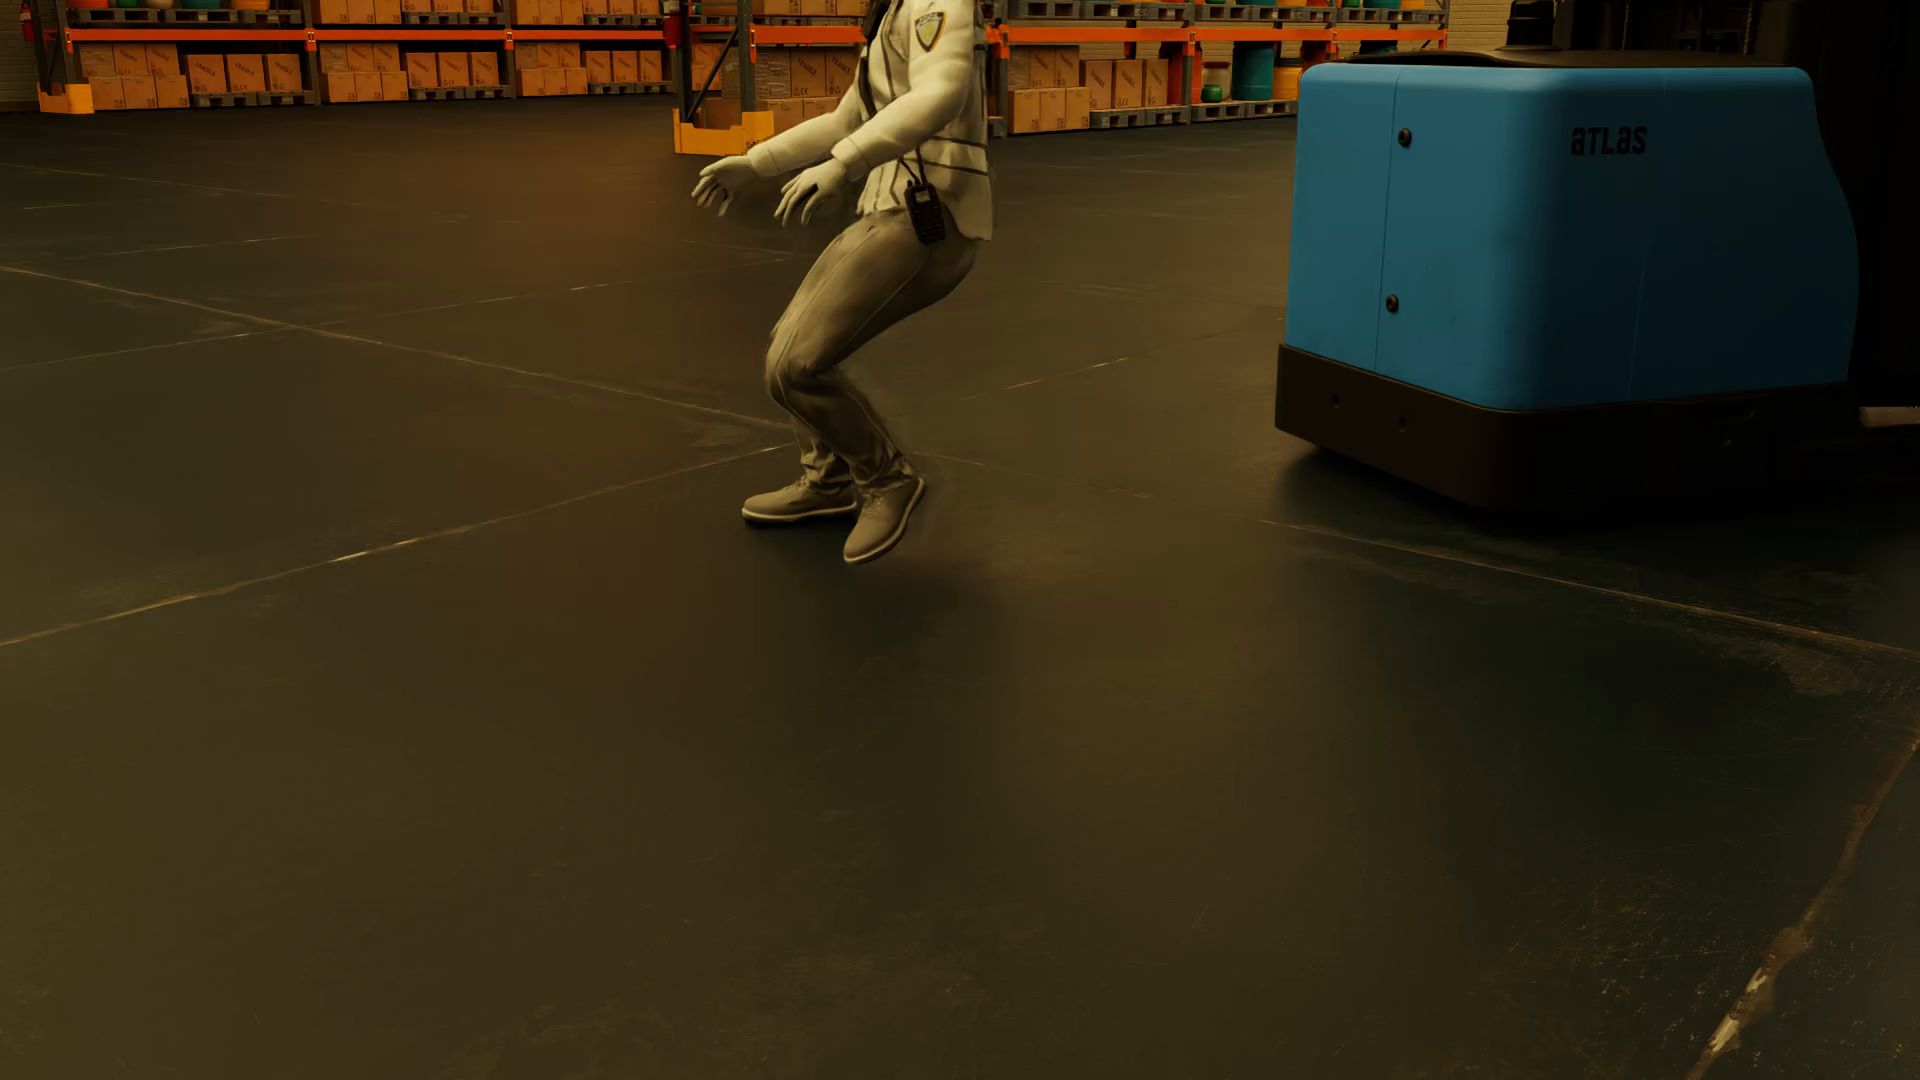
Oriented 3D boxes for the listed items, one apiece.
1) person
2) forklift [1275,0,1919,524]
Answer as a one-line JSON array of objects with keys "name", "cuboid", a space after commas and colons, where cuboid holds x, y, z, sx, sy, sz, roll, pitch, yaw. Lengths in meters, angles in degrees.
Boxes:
[{"name": "person", "cuboid": [-0.259, -0.694, 3.612, 0.634, 1.515, 0.766, -3, 17, -9]}, {"name": "forklift", "cuboid": [2.473, -1.689, 4.459, 3.031, 2.935, 1.130, -6, 18, -20]}]
